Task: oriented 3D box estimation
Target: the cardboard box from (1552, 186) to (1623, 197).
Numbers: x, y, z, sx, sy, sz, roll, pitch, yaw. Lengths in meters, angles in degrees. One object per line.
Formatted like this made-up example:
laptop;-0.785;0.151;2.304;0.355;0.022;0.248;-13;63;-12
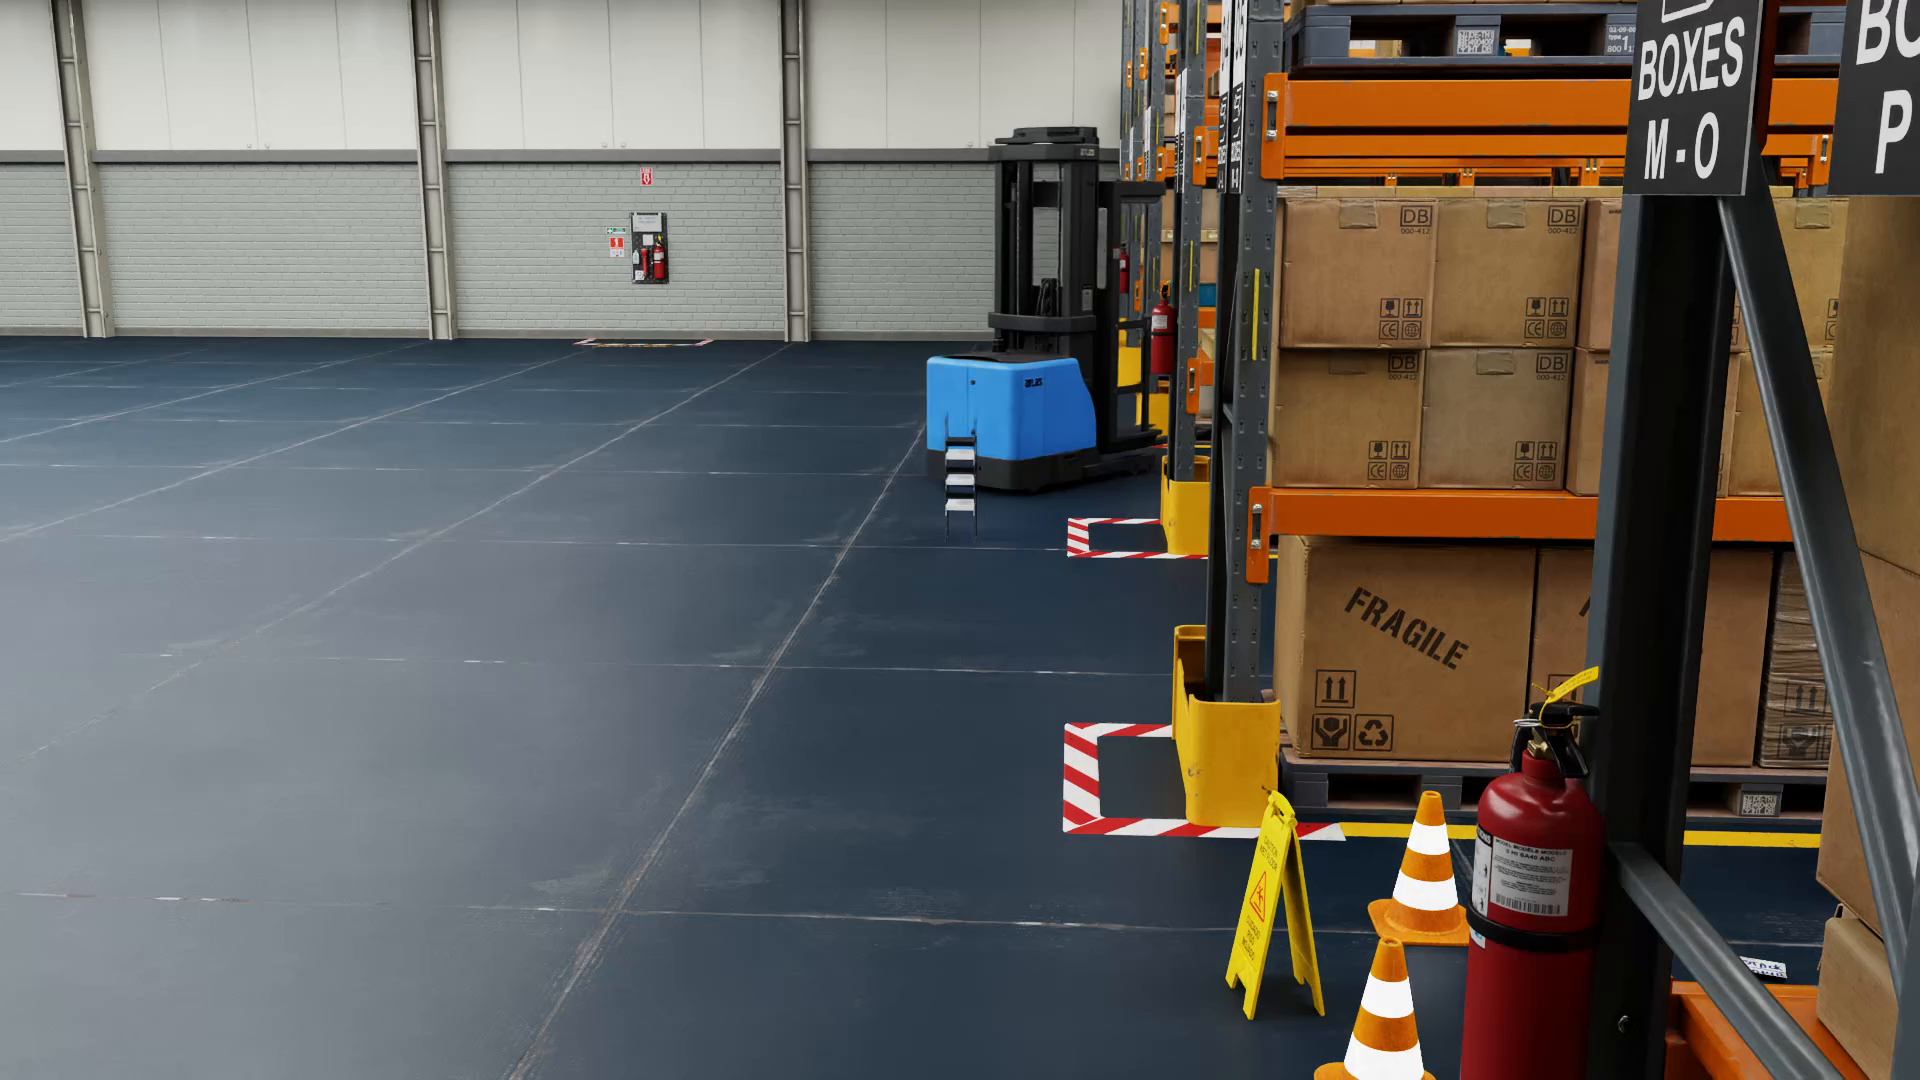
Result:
cardboard box;4.080;-2.078;10.965;0.500;0.500;0.500;1;12;4

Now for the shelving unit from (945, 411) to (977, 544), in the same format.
shelving unit;0.008;-0.440;11.675;0.210;0.900;0.258;1;12;4

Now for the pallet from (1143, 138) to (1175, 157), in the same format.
pallet;2.923;-4.919;20.849;1.213;0.211;1.003;1;12;4

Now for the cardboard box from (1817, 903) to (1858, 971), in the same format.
cardboard box;2.813;1.268;4.479;0.637;0.503;0.797;-9;15;-35

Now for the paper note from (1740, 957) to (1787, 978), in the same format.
paper note;2.531;1.348;5.253;0.142;0.017;0.144;5;13;23

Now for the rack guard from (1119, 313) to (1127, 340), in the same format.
rack guard;2.622;-3.297;26.308;0.348;0.500;1.175;1;12;4

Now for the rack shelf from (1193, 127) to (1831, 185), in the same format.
rack shelf;3.549;-2.574;11.180;4.000;0.370;1.077;1;12;4

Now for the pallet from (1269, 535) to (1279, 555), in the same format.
pallet;2.438;-0.101;11.737;1.213;0.211;1.003;1;12;4

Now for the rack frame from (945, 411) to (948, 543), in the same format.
rack frame;-0.093;-0.442;11.682;0.006;0.900;0.240;1;12;4

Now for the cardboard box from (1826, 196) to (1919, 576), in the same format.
cardboard box;1.416;-0.183;1.902;0.500;0.500;0.700;0;12;2

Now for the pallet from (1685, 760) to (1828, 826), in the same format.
pallet;3.138;0.903;6.934;1.213;0.211;1.003;1;12;4

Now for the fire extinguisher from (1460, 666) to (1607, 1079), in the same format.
fire extinguisher;0.808;0.481;2.331;0.183;0.674;0.296;1;12;4

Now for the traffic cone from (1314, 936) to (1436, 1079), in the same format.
traffic cone;1.142;1.292;4.463;0.334;0.463;0.336;1;12;4

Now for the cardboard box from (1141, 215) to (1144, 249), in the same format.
cardboard box;3.003;-4.757;25.669;0.500;0.500;0.500;1;12;4

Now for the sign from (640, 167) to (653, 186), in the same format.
sign;-5.148;-5.967;27.308;0.199;0.298;0.001;1;12;4

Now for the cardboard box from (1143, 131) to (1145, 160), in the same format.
cardboard box;2.864;-5.993;25.471;0.500;0.500;0.500;1;12;5

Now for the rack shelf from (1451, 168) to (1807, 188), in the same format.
rack shelf;8.206;-4.543;20.593;4.000;0.370;1.077;1;12;4

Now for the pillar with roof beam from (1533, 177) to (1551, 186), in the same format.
pillar with roof beam;9.002;-6.663;21.645;0.400;9.000;9.100;1;12;4

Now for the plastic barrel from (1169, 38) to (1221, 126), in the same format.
plastic barrel;2.378;-4.401;16.079;0.708;0.830;0.600;1;12;4

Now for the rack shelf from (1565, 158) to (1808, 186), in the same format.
rack shelf;7.871;-3.531;15.755;4.000;0.370;1.077;1;12;4

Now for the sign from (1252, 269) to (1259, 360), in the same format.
sign;1.078;-0.823;6.068;0.005;0.325;0.100;1;12;4

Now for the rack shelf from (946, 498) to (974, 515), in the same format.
rack shelf;0.008;-0.232;11.719;0.200;0.077;0.258;1;12;4

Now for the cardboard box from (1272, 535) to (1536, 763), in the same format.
cardboard box;1.802;0.356;6.901;0.875;0.875;0.875;1;12;4

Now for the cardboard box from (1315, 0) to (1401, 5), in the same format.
cardboard box;1.442;-2.003;6.036;0.250;0.149;0.380;1;12;4

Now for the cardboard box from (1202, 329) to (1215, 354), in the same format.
cardboard box;1.852;-1.401;11.753;0.250;0.149;0.380;1;12;4

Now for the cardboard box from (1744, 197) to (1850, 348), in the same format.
cardboard box;3.131;-1.058;6.496;0.500;0.550;0.875;1;12;4

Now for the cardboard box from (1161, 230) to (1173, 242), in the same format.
cardboard box;2.596;-3.826;20.906;0.250;0.149;0.380;1;12;3

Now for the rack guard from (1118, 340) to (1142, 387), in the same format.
rack guard;2.195;-2.286;21.476;0.348;0.500;1.175;1;12;4

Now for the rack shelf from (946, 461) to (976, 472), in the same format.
rack shelf;0.008;-0.496;11.664;0.200;0.077;0.258;1;12;4

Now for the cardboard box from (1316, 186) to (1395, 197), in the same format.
cardboard box;2.583;-2.098;11.059;0.500;0.500;0.500;1;12;4

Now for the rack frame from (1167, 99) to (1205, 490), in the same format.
rack frame;1.554;-1.486;11.544;0.127;3.000;1.000;1;12;4

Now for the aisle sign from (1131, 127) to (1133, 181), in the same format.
aisle sign;2.133;-4.720;20.658;0.004;0.787;0.394;1;12;4

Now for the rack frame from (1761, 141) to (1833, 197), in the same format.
rack frame;5.545;-1.431;11.282;0.127;3.000;1.000;1;12;4

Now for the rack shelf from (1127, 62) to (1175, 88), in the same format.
rack shelf;4.542;-7.077;25.386;4.000;0.370;1.077;1;12;4

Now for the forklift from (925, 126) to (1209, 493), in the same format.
forklift;1.071;-2.058;14.446;1.130;2.935;3.031;10;16;41

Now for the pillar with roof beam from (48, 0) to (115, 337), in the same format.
pillar with roof beam;-14.945;-6.992;23.214;0.400;9.000;9.100;1;12;4

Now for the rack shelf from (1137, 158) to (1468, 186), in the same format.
rack shelf;4.215;-4.598;20.854;4.000;0.370;1.077;1;12;4

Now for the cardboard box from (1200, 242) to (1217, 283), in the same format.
cardboard box;3.209;-3.543;21.136;0.500;0.500;0.700;1;12;5

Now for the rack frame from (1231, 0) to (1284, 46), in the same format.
rack frame;1.121;-3.410;6.092;0.127;3.000;1.000;1;12;4

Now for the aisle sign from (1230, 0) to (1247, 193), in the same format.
aisle sign;1.031;-1.686;6.152;0.004;0.787;0.394;1;12;4

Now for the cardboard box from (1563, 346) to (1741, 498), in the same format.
cardboard box;2.595;-0.515;6.537;0.550;0.550;0.875;1;12;4

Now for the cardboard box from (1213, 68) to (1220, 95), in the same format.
cardboard box;1.813;-3.025;10.968;0.250;0.149;0.380;1;12;3

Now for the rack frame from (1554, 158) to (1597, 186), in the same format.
rack frame;5.876;-2.443;16.120;0.127;3.000;1.000;1;12;4

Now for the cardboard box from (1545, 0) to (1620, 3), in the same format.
cardboard box;2.199;-1.993;5.988;0.250;0.149;0.380;1;12;4

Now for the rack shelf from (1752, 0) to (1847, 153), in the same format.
rack shelf;2.887;-0.550;1.501;4.000;0.370;1.077;1;12;4

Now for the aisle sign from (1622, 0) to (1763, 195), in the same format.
aisle sign;0.849;-0.794;1.887;0.004;0.787;0.394;1;12;4

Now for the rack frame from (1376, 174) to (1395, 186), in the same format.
rack frame;6.538;-4.467;25.795;0.127;3.000;1.000;1;12;4

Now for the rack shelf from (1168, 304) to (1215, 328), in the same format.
rack shelf;3.880;-2.118;16.324;4.000;0.370;1.077;1;12;4

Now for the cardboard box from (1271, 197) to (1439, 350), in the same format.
cardboard box;1.489;-1.063;6.519;0.550;0.550;0.875;1;12;4

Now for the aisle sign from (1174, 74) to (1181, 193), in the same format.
aisle sign;1.512;-2.820;11.575;0.004;0.787;0.394;1;12;4
